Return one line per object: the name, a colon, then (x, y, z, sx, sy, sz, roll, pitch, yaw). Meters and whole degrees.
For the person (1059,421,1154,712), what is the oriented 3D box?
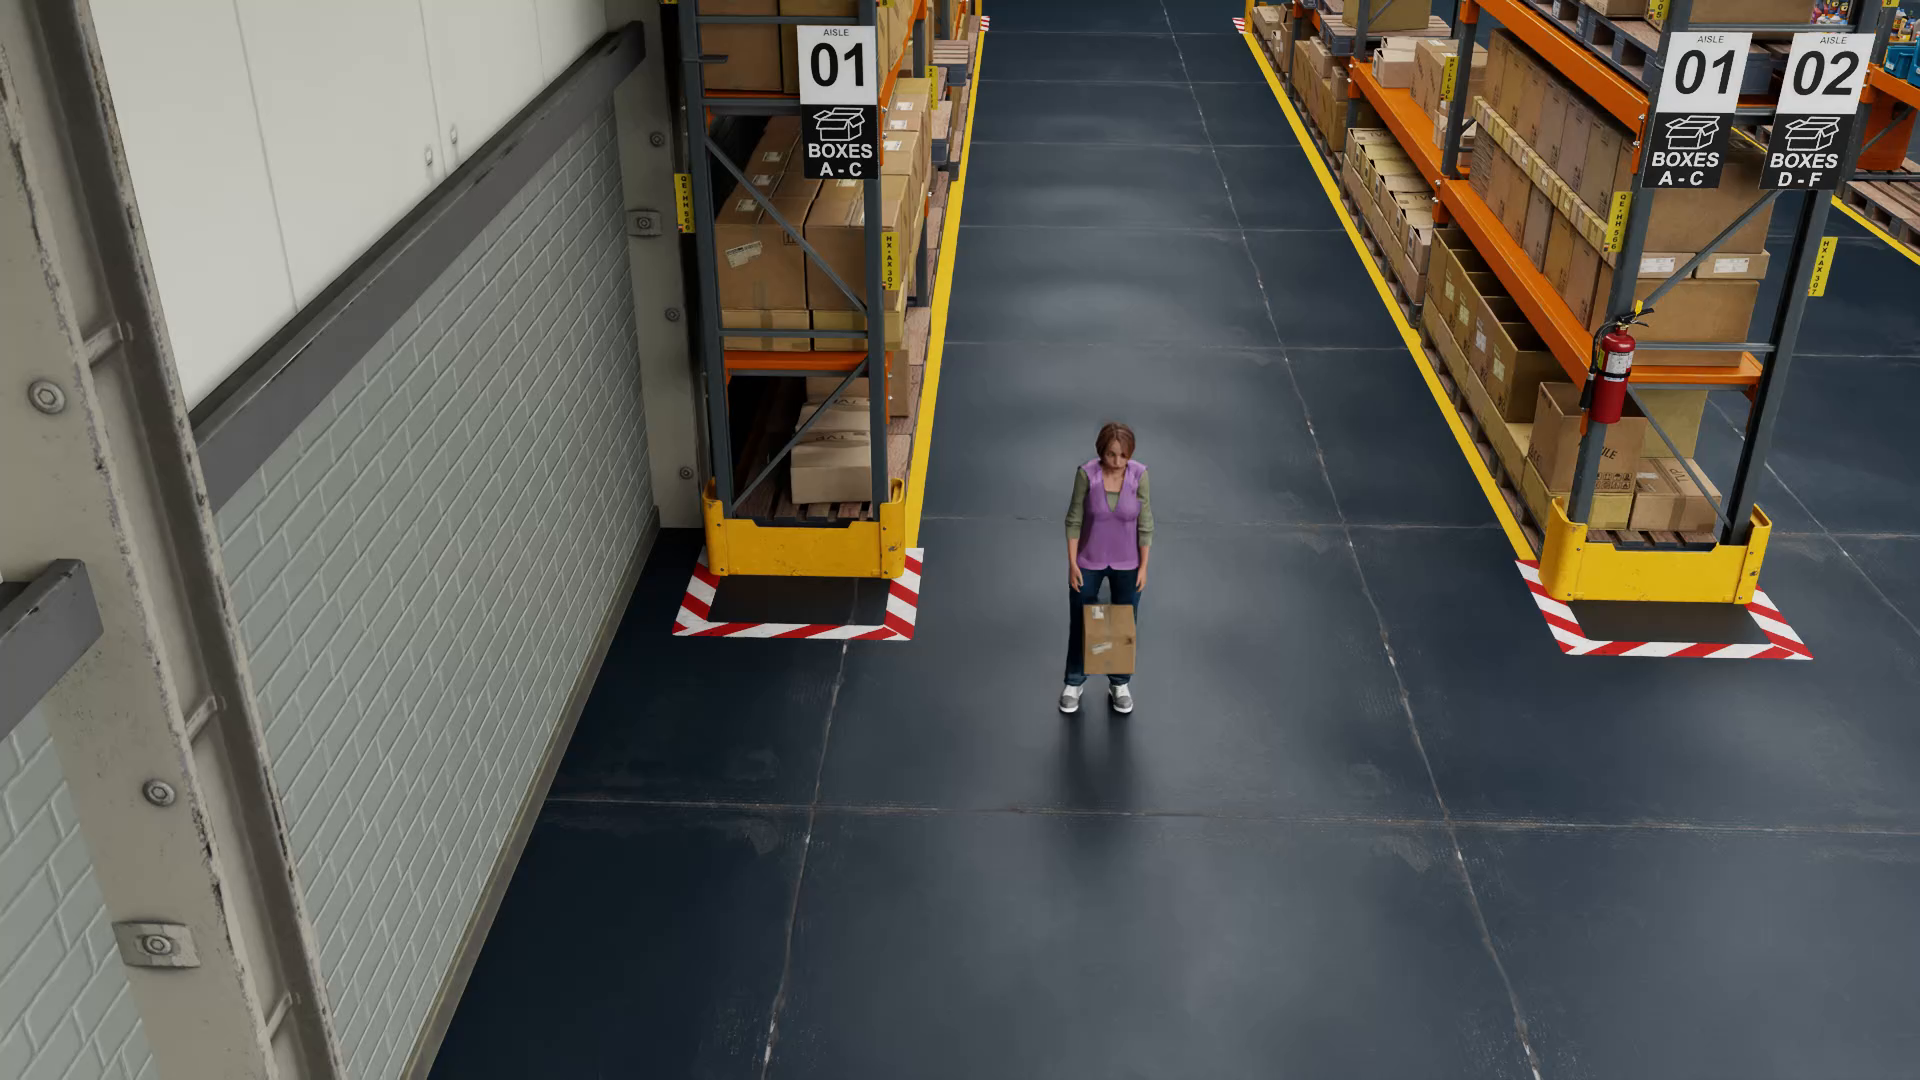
person: (0.744, 0.130, 8.387, 0.450, 1.599, 0.336, 0, 28, 1)
